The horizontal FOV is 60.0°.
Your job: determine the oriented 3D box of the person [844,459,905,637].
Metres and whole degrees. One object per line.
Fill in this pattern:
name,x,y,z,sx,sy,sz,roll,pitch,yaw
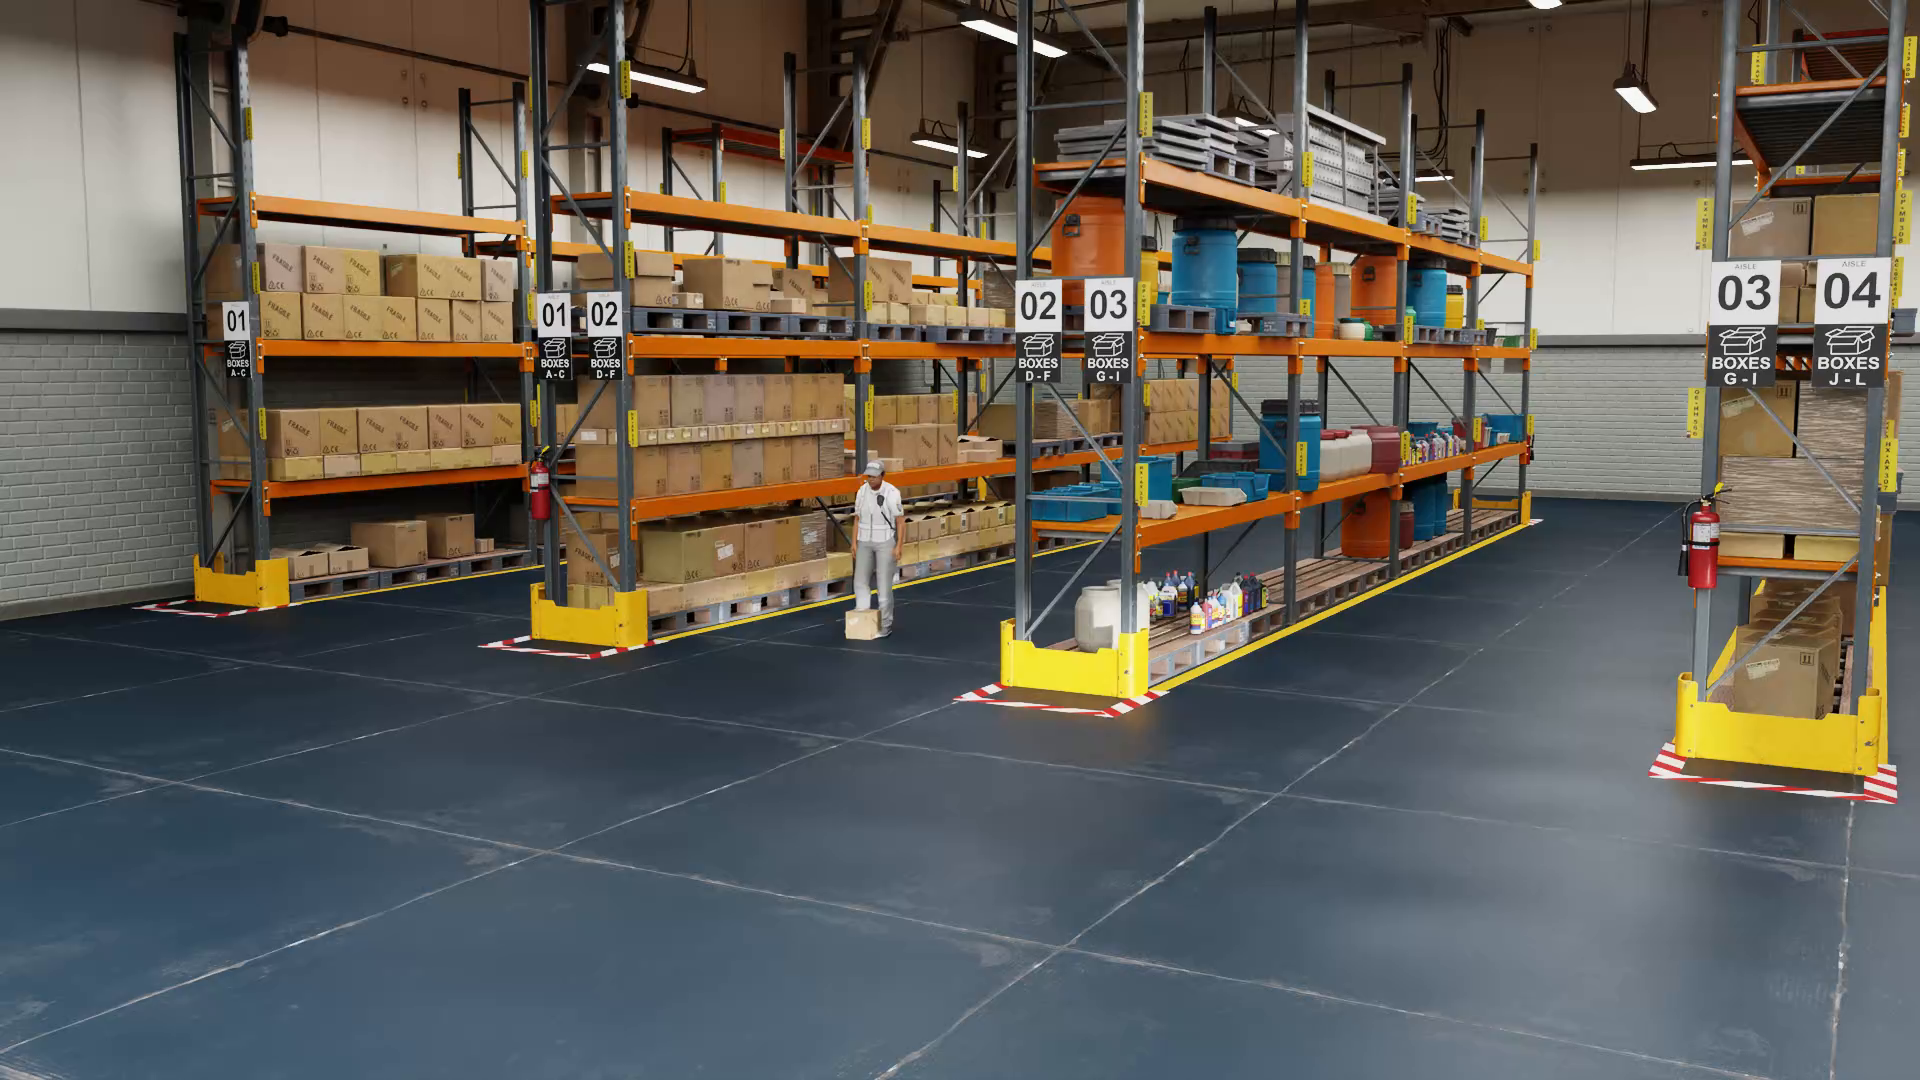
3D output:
person,-0.800,0.066,15.720,0.564,1.666,0.468,3,7,24
